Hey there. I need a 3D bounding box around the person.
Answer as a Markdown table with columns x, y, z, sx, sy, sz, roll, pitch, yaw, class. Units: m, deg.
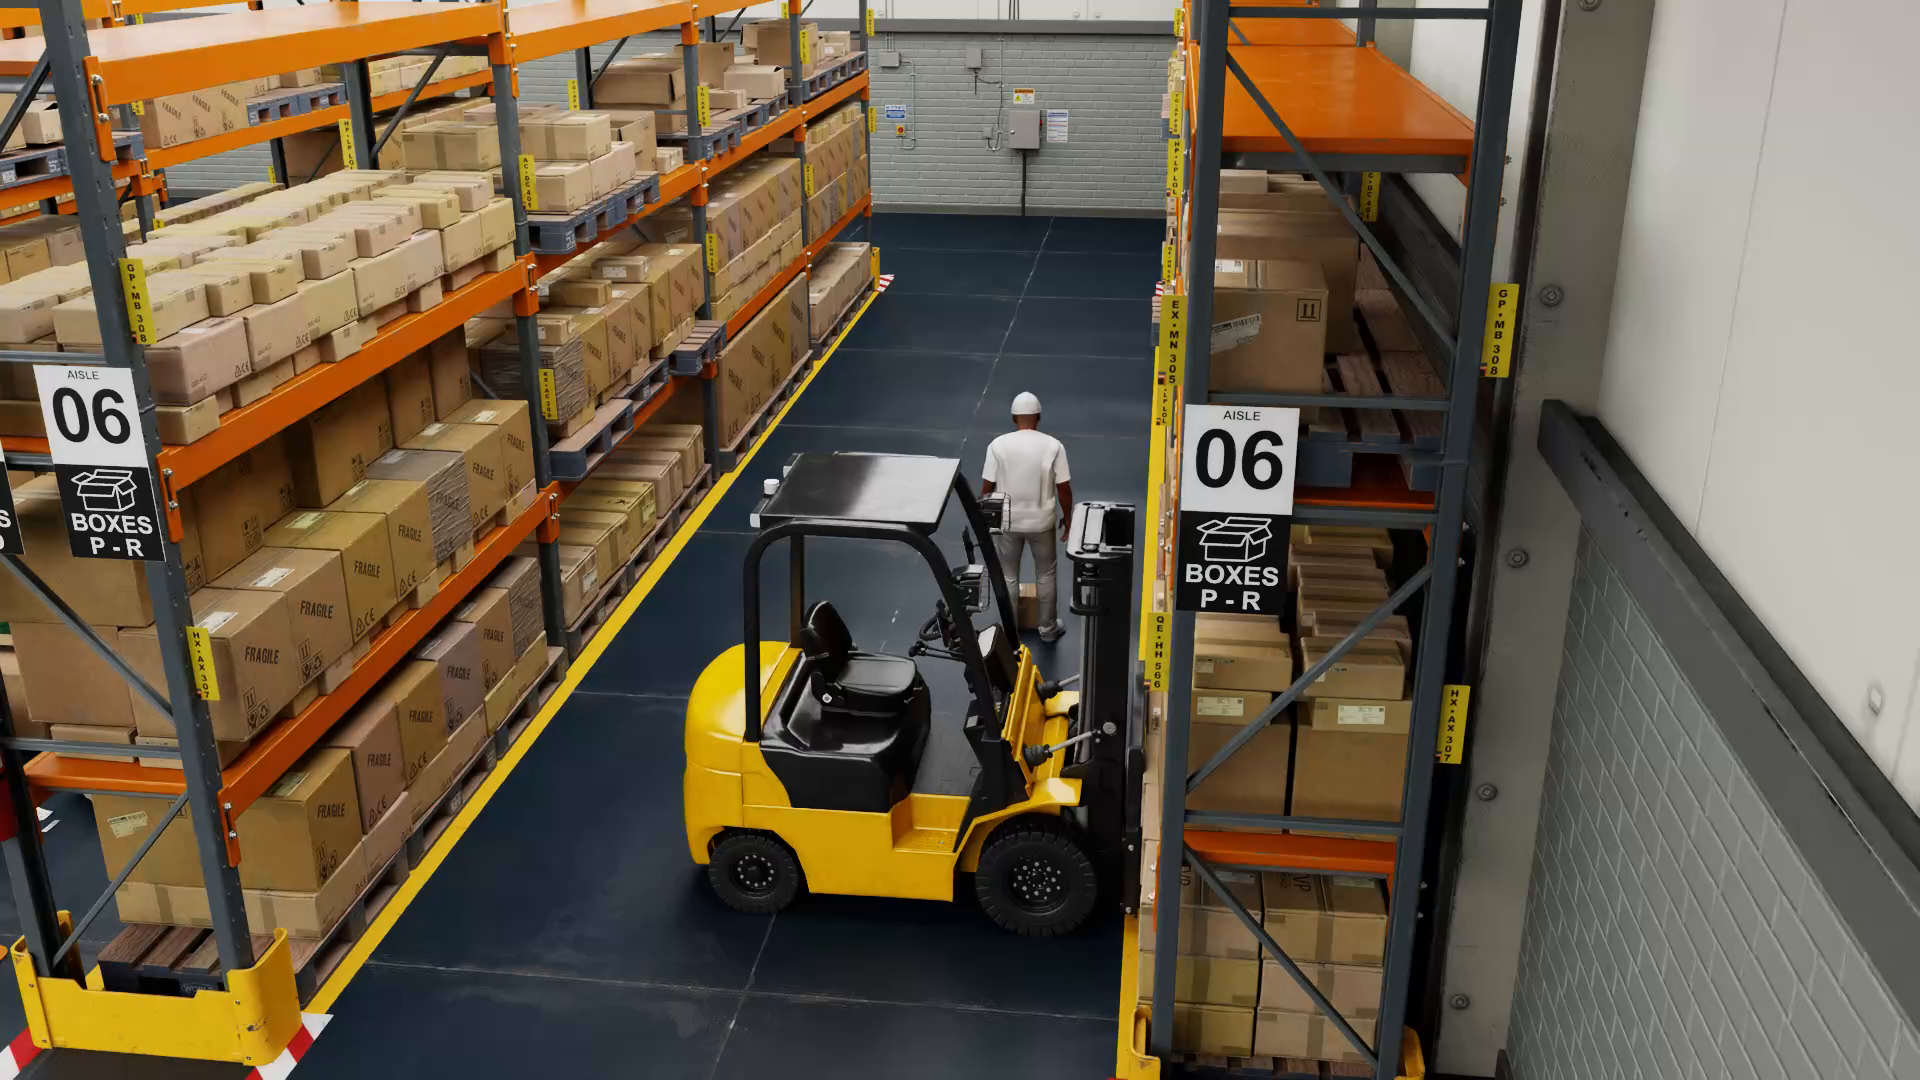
| x | y | z | sx | sy | sz | roll | pitch | yaw | class |
| --- | --- | --- | --- | --- | --- | --- | --- | --- | --- |
| 0.461 | -0.151 | 11.448 | 0.626 | 1.761 | 0.455 | 2 | 21 | 6 | person |
